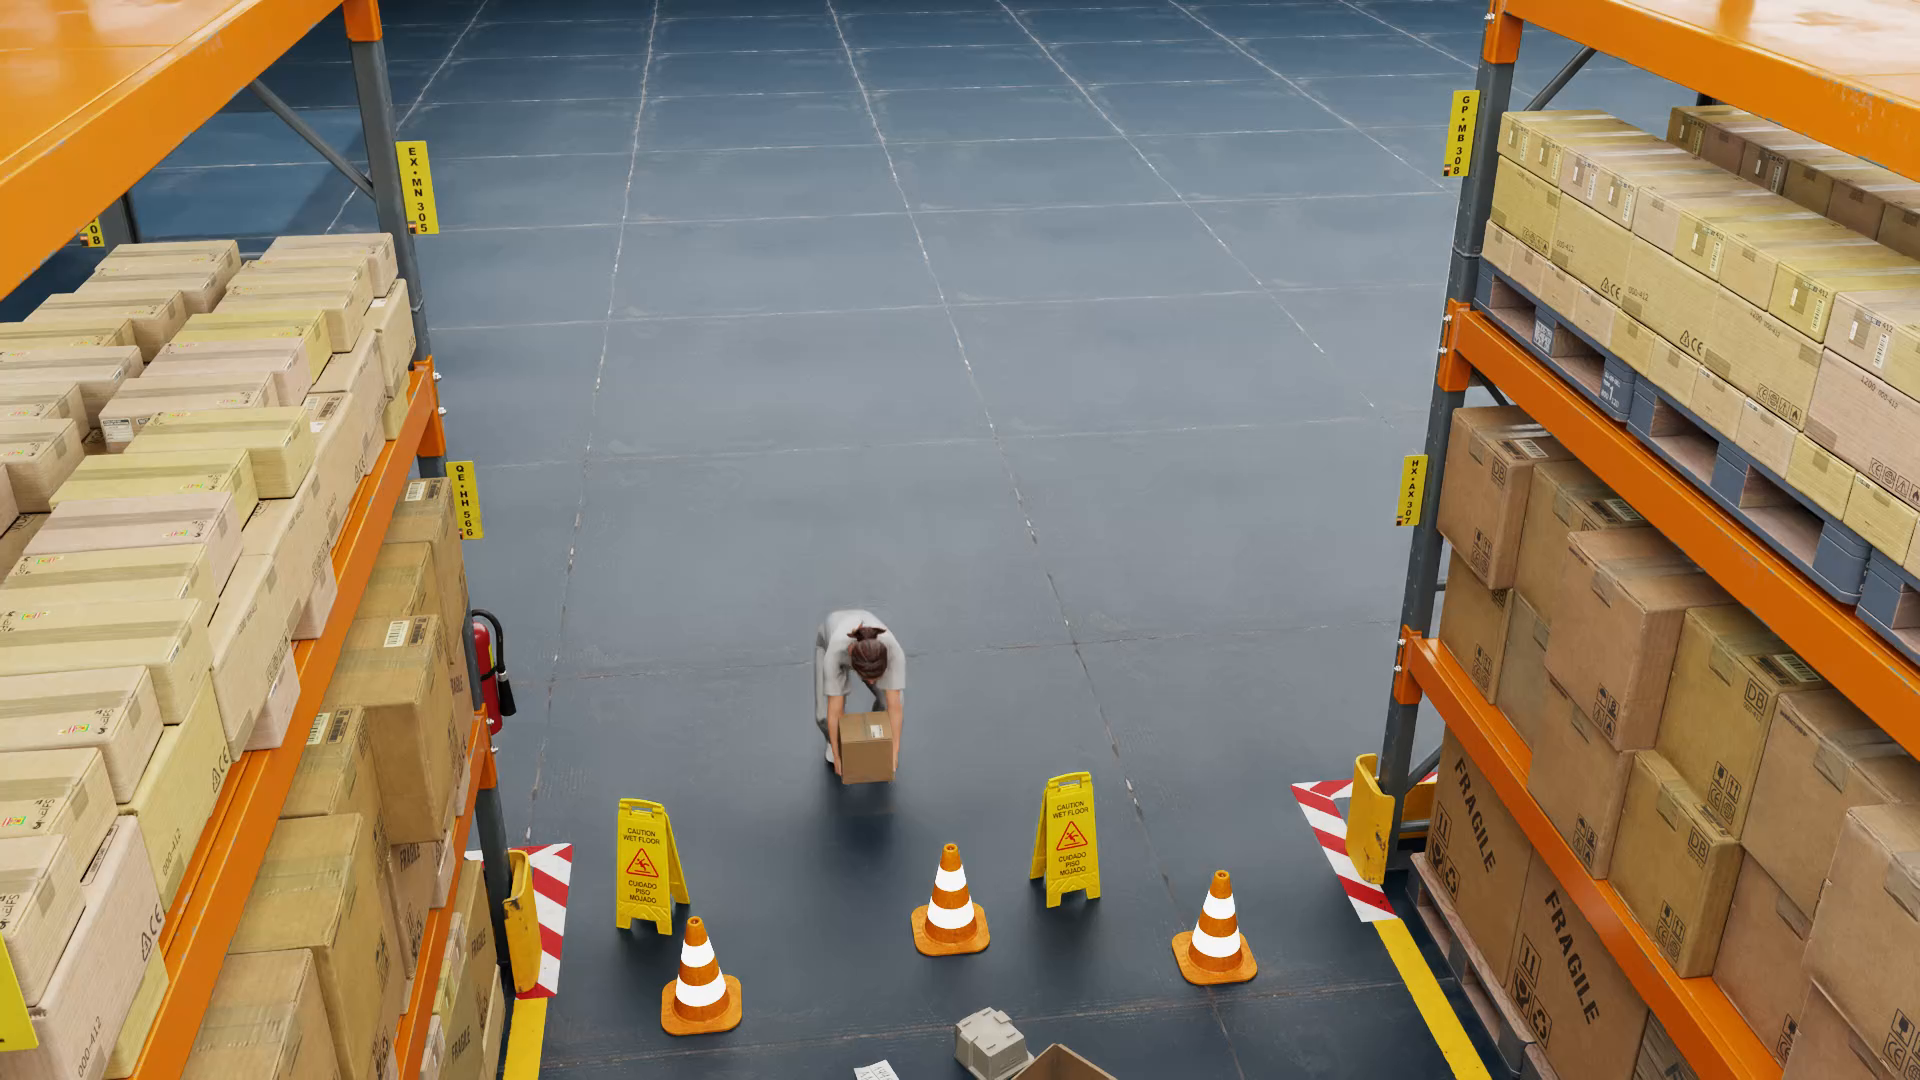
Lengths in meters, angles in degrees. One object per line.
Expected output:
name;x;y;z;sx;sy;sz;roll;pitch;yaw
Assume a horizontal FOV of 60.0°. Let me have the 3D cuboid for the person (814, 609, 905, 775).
person;-0.518;0.755;8.446;0.455;0.929;0.838;-5;28;-9
